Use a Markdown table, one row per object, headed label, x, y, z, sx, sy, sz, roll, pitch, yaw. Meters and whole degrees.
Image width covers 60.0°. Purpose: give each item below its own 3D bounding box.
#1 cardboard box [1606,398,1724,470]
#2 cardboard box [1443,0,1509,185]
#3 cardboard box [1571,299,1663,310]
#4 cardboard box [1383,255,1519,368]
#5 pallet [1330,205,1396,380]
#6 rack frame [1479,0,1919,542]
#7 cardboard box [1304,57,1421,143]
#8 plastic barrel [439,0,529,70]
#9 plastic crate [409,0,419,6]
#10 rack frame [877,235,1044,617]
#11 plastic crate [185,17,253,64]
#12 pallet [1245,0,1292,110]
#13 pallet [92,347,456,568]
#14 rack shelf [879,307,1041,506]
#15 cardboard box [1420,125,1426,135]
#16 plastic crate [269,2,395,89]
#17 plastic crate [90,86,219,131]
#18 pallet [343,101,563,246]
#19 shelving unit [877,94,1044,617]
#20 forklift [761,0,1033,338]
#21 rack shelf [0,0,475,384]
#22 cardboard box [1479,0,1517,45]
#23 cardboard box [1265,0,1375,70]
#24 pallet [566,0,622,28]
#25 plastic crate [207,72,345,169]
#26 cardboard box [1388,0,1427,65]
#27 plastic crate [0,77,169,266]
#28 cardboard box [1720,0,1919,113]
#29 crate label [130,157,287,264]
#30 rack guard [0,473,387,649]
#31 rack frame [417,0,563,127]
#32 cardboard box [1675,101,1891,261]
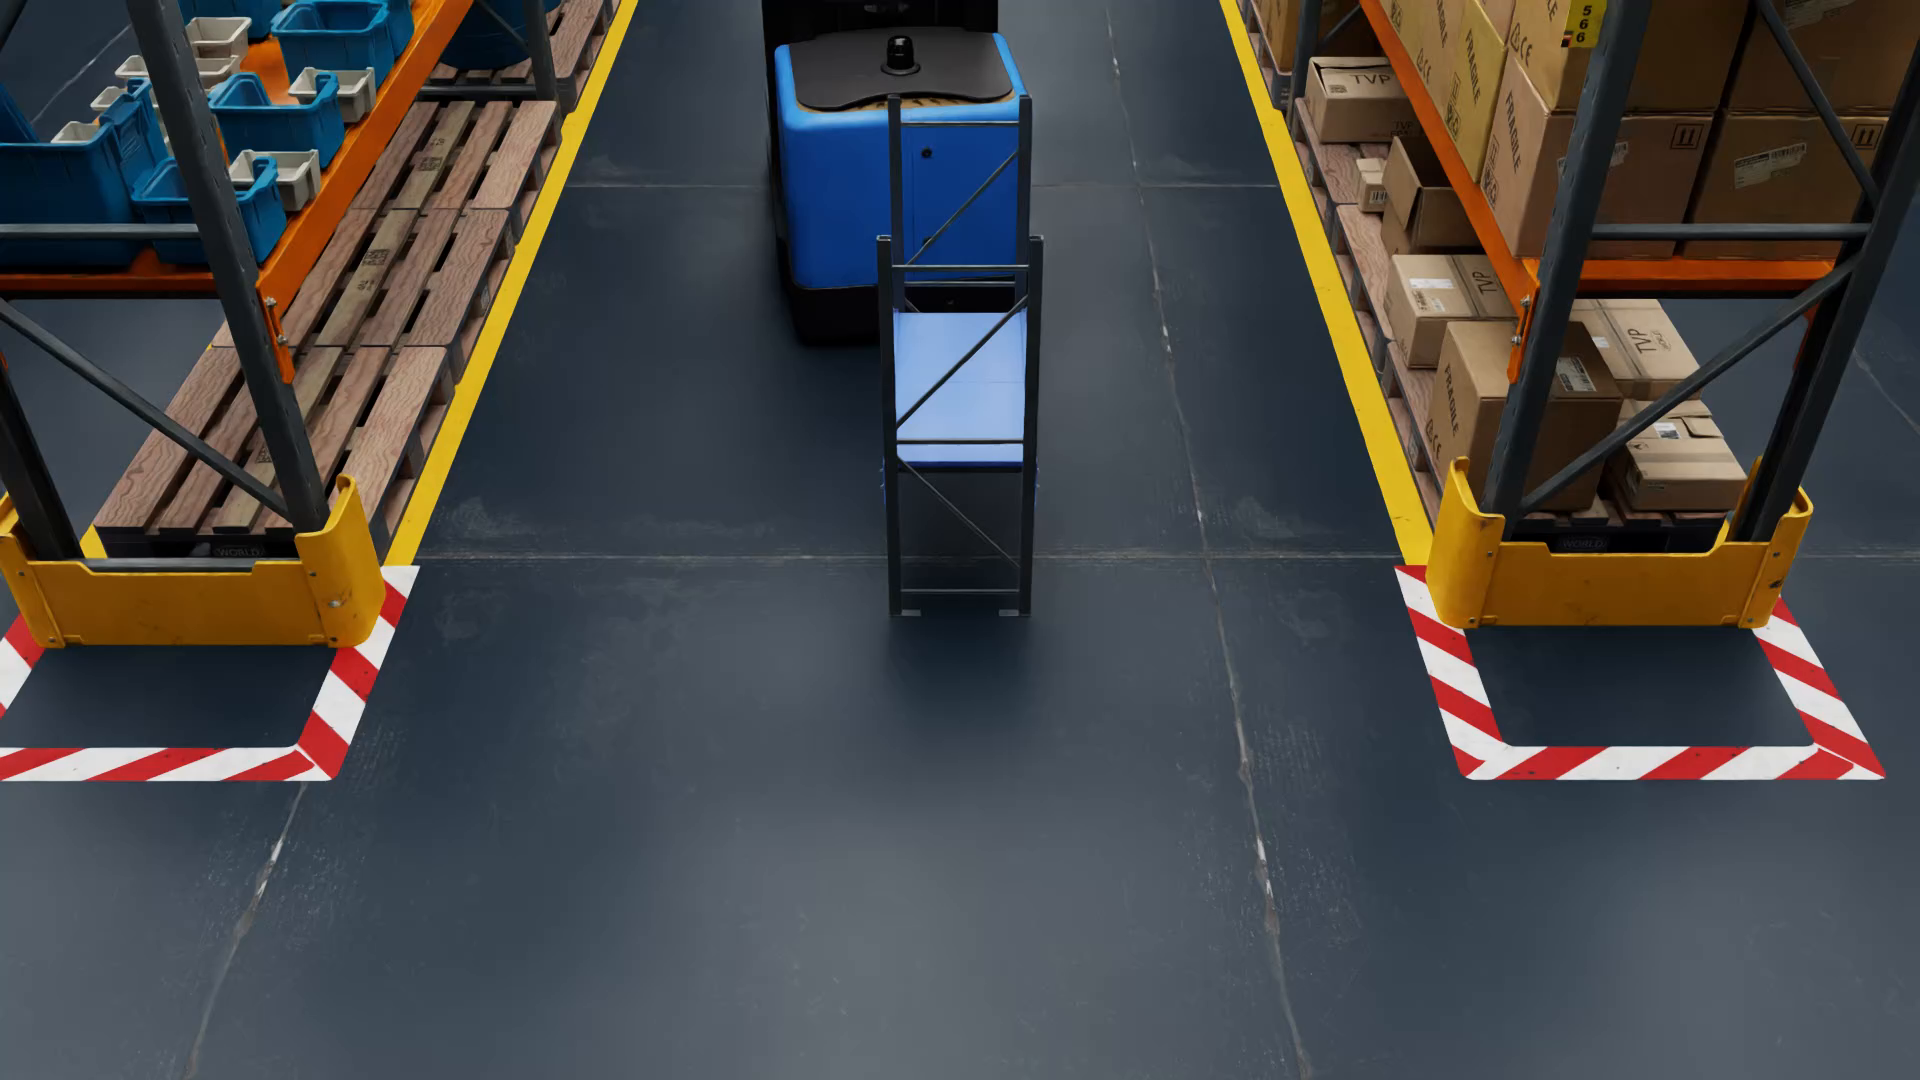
| label | x | y | z | sx | sy | sz | roll | pitch | yaw |
| --- | --- | --- | --- | --- | --- | --- | --- | --- | --- |
| cardboard box | 2.628 | -0.403 | 6.268 | 0.380 | 0.166 | 0.250 | 0 | 39 | 0 |
| cardboard box | 2.009 | -1.562 | 5.721 | 0.500 | 0.500 | 0.500 | 0 | 39 | 0 |
| cardboard box | 2.567 | -0.983 | 6.925 | 0.500 | 0.250 | 0.500 | 0 | 39 | 0 |
| cardboard box | 2.067 | -0.951 | 6.886 | 0.500 | 0.250 | 0.500 | 0 | 39 | 0 |
| pallet | 2.285 | -1.138 | 7.501 | 1.003 | 0.211 | 1.213 | 0 | 39 | 0 |
| rack frame | 2.285 | -0.919 | 4.998 | 1.000 | 3.000 | 0.127 | 0 | 39 | 0 |
| cardboard box | 2.065 | -2.280 | 8.495 | 0.500 | 0.311 | 0.500 | 0 | 39 | 0 |
| plastic barrel | -2.656 | -3.104 | 9.067 | 0.600 | 0.901 | 0.708 | 0 | 39 | 0 |
| plastic crate | -2.370 | -2.251 | 6.823 | 0.293 | 0.136 | 0.466 | 0 | 39 | 0 |
| rack frame | 0.000 | -0.321 | 5.451 | 0.500 | 1.500 | 0.032 | 0 | 39 | 0 |
| plastic crate | -2.880 | -1.888 | 6.371 | 0.298 | 0.136 | 0.250 | 0 | 39 | 0 |
| pallet | 2.242 | -2.841 | 9.626 | 1.003 | 0.211 | 1.213 | 0 | 39 | 0 |
| pallet | -2.630 | -0.345 | 6.512 | 1.003 | 0.211 | 1.213 | 0 | 39 | 0 |
| rack shelf | 0.000 | -0.498 | 5.960 | 0.538 | 0.185 | 1.000 | 0 | 39 | 0 |
| cardboard box | 2.565 | -2.260 | 8.319 | 0.500 | 0.500 | 0.500 | 0 | 39 | 0 |
| plastic crate | -2.341 | -1.854 | 6.250 | 0.416 | 0.233 | 0.300 | 0 | 39 | 0 |
| plastic crate | -2.836 | -1.529 | 5.922 | 0.396 | 0.136 | 0.243 | 0 | 39 | 0 |
| pallet | -2.633 | -1.871 | 8.416 | 1.003 | 0.211 | 1.213 | 0 | 39 | 0 |
| shelving unit | 0.000 | -0.639 | 5.848 | 0.538 | 1.500 | 1.048 | 0 | 39 | 0 |
| forklift | -0.402 | -2.942 | 7.578 | 1.130 | 2.935 | 3.031 | -5 | 39 | -6 |
| rack shelf | -2.670 | -1.888 | 6.782 | 1.077 | 0.370 | 4.000 | 0 | 39 | 0 |
| cardboard box | 2.008 | -1.942 | 5.395 | 0.500 | 0.500 | 0.500 | 1 | 39 | 1 |
| cardboard box | 1.994 | -2.925 | 9.148 | 0.500 | 0.500 | 0.500 | 0 | 39 | 0 |
| pallet | -2.636 | -3.578 | 10.546 | 1.003 | 0.211 | 1.213 | 0 | 39 | 0 |
| plastic crate | -2.340 | -1.442 | 5.737 | 0.416 | 0.233 | 0.300 | 0 | 39 | 0 |
| cardboard box | 2.013 | -2.189 | 6.503 | 0.500 | 0.500 | 0.500 | -1 | 39 | -1 |
| plastic crate | -2.855 | -1.164 | 5.228 | 0.616 | 0.435 | 0.499 | 0 | 39 | 0 |
| cardboard box | 2.548 | -1.626 | 5.000 | 0.500 | 0.500 | 0.500 | 1 | 39 | 1 |
| crate label | -2.339 | -1.030 | 5.223 | 0.416 | 0.233 | 0.303 | 0 | 39 | 0 |
| rack guard | -2.655 | 0.073 | 5.759 | 1.175 | 0.500 | 0.348 | 0 | 39 | 0 |
| rack frame | -2.673 | -3.419 | 8.118 | 1.000 | 3.000 | 0.127 | 0 | 39 | 0 |
| cardboard box | 2.548 | -1.235 | 5.313 | 0.500 | 0.500 | 0.500 | 1 | 39 | 1 |
